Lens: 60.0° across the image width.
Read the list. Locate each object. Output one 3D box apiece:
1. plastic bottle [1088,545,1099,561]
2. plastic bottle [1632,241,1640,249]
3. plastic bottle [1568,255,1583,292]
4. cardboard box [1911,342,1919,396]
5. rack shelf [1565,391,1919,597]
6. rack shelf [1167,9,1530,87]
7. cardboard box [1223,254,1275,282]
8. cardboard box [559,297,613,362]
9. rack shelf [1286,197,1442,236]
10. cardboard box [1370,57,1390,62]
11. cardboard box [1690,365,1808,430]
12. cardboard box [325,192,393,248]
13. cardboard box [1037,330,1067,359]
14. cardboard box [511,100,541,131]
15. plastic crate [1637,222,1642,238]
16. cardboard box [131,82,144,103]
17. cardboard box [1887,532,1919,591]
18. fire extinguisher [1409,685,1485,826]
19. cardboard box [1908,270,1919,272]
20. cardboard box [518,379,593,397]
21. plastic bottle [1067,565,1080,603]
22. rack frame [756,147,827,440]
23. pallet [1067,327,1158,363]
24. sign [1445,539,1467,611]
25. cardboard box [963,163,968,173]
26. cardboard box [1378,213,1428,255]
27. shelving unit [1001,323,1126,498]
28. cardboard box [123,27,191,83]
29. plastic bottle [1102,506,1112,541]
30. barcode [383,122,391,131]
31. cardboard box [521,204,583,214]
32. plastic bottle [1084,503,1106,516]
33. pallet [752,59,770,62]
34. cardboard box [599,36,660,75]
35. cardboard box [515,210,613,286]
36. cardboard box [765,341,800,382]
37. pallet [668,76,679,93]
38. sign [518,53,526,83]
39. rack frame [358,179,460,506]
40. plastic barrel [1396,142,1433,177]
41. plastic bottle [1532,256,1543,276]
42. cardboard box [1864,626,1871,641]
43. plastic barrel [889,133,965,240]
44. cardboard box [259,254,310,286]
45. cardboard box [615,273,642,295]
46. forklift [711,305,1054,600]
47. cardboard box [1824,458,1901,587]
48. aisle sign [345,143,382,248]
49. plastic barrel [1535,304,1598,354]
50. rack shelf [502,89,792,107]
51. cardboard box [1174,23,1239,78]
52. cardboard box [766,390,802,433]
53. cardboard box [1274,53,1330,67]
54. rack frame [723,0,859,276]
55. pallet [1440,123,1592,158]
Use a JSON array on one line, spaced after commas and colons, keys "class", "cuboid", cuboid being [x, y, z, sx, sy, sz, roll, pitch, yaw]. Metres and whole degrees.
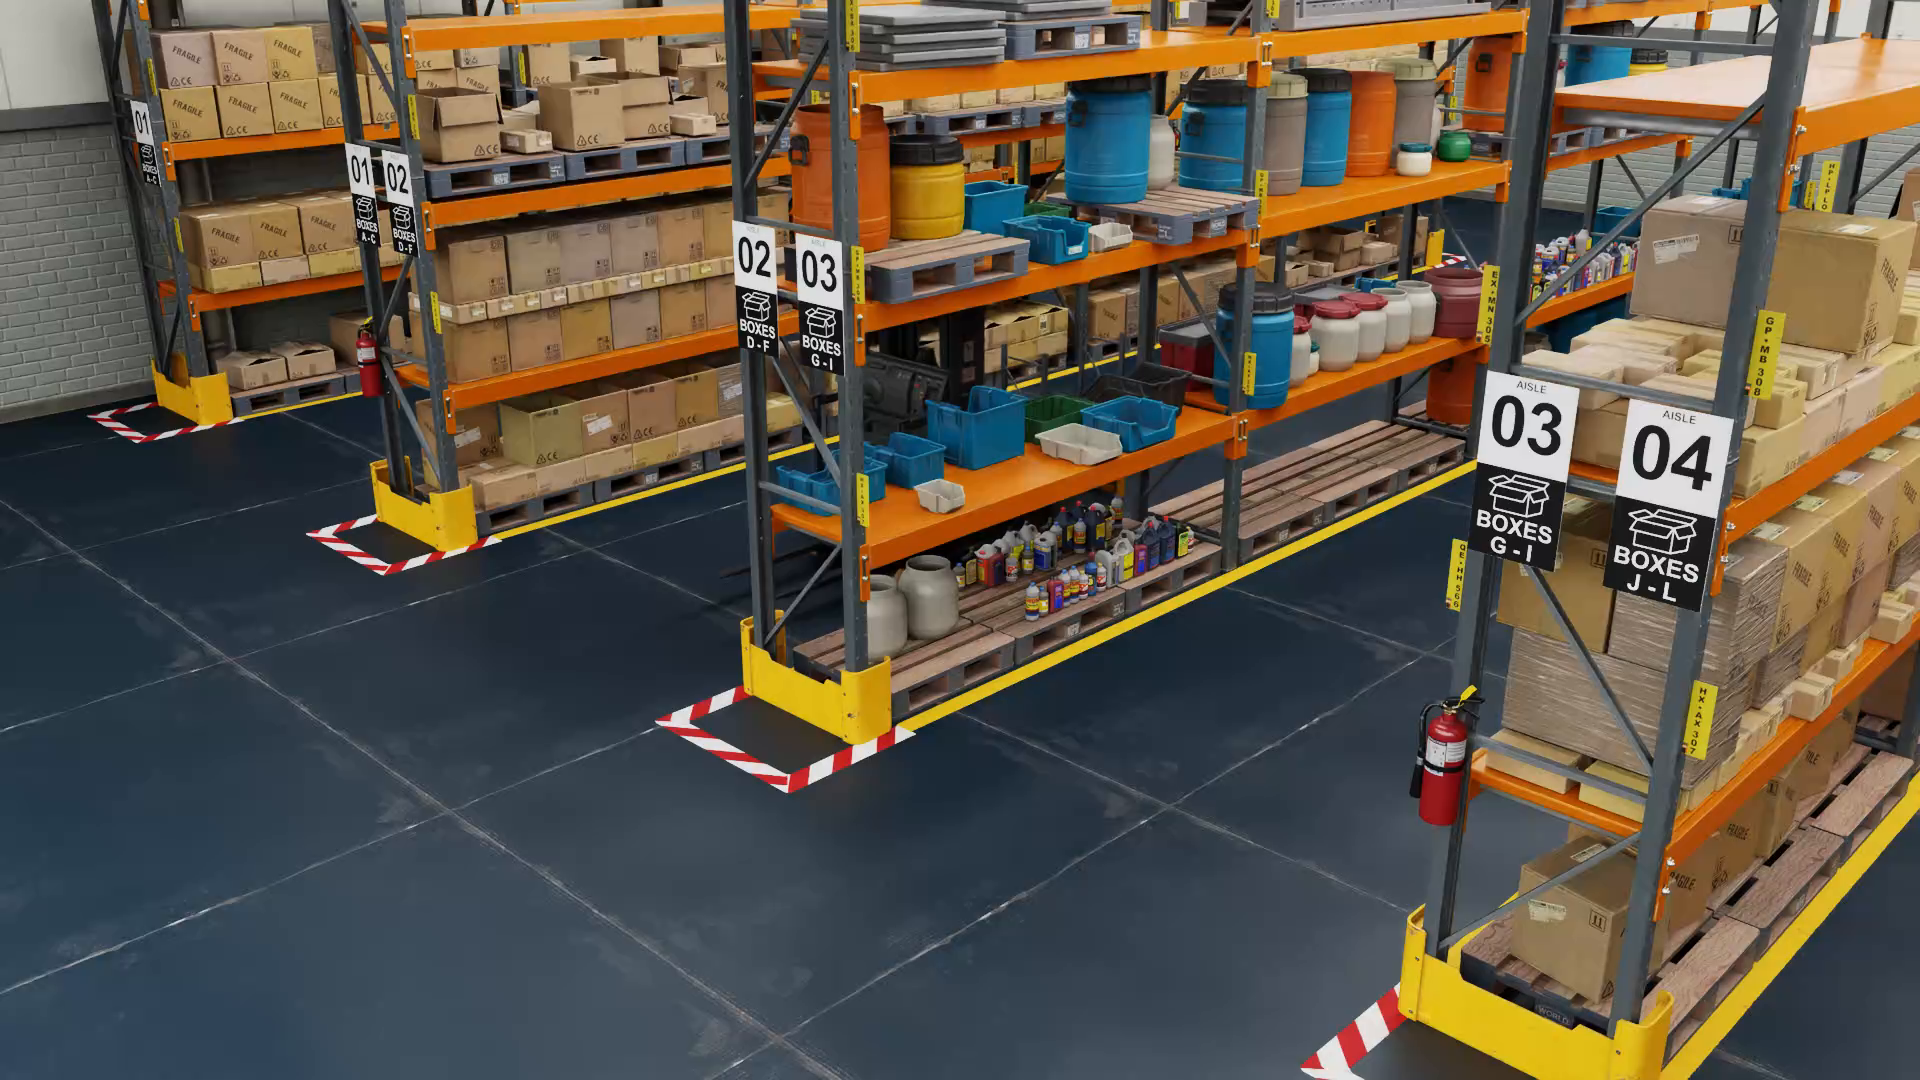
[{"class": "plastic bottle", "cuboid": [1.022, 0.170, 12.487, 0.061, 0.283, 0.133, 19, 28, 41]}, {"class": "plastic bottle", "cuboid": [7.354, -3.094, 17.977, 0.152, 0.276, 0.135, 19, 28, 41]}, {"class": "plastic bottle", "cuboid": [6.222, -2.709, 16.873, 0.144, 0.351, 0.185, 19, 28, 41]}, {"class": "cardboard box", "cuboid": [4.511, -0.921, 8.181, 0.500, 0.250, 0.500, 19, 28, 40]}, {"class": "rack shelf", "cuboid": [3.970, -0.588, 8.107, 1.077, 0.370, 4.000, 19, 28, 41]}, {"class": "rack shelf", "cuboid": [3.212, -4.069, 13.541, 1.077, 0.370, 4.000, 19, 28, 41]}, {"class": "cardboard box", "cuboid": [3.712, -3.414, 21.510, 0.500, 0.500, 0.500, 19, 28, 40]}, {"class": "cardboard box", "cuboid": [-3.472, -1.916, 14.600, 0.700, 0.500, 0.500, 19, 28, 41]}, {"class": "rack shelf", "cuboid": [5.246, -4.753, 23.124, 1.077, 0.370, 4.000, 19, 28, 41]}, {"class": "cardboard box", "cuboid": [5.415, -6.353, 22.312, 0.500, 0.250, 0.500, 19, 28, 41]}, {"class": "cardboard box", "cuboid": [3.183, -0.581, 6.740, 0.250, 0.149, 0.380, -19, 28, -41]}, {"class": "cardboard box", "cuboid": [-6.455, -3.457, 17.885, 0.500, 0.500, 0.500, -19, 28, -40]}, {"class": "cardboard box", "cuboid": [0.868, -2.262, 18.889, 0.500, 0.250, 0.500, -19, 28, -41]}, {"class": "cardboard box", "cuboid": [-3.518, -3.615, 14.323, 0.500, 0.311, 0.500, -16, 26, -36]}, {"class": "plastic crate", "cuboid": [7.986, -3.588, 19.391, 0.437, 0.125, 0.590, 19, 28, 41]}, {"class": "cardboard box", "cuboid": [-7.963, -4.355, 16.739, 0.500, 0.500, 0.500, -18, 27, -38]}, {"class": "cardboard box", "cuboid": [5.007, -0.123, 9.522, 0.875, 0.500, 0.500, 19, 28, 41]}, {"class": "fire extinguisher", "cuboid": [2.165, 0.941, 7.416, 0.296, 0.674, 0.183, 19, 28, 41]}, {"class": "cardboard box", "cuboid": [5.094, -1.352, 8.746, 0.380, 0.149, 0.250, 20, 28, 41]}, {"class": "cardboard box", "cuboid": [-3.672, -1.225, 15.146, 0.500, 0.500, 0.500, 19, 28, 41]}, {"class": "plastic bottle", "cuboid": [0.823, 0.317, 12.120, 0.097, 0.271, 0.097, 0, 21, 0]}, {"class": "rack frame", "cuboid": [-1.730, -2.518, 16.307, 1.000, 3.000, 0.127, 19, 28, 41]}, {"class": "pallet", "cuboid": [1.608, -2.427, 19.957, 1.003, 0.211, 1.213, 19, 28, 41]}, {"class": "sign", "cuboid": [2.191, 0.158, 7.289, 0.100, 0.325, 0.005, 19, 28, 41]}, {"class": "cardboard box", "cuboid": [-0.106, -5.422, 24.183, 0.250, 0.149, 0.380, -19, 28, -40]}, {"class": "cardboard box", "cuboid": [6.438, -4.440, 24.178, 0.500, 0.500, 0.500, 19, 28, 41]}, {"class": "shelving unit", "cuboid": [0.902, -1.032, 14.532, 0.587, 1.500, 1.083, 19, 28, 41]}, {"class": "cardboard box", "cuboid": [-7.959, -4.828, 16.574, 0.500, 0.500, 0.500, -19, 28, -40]}, {"class": "plastic bottle", "cuboid": [1.151, -0.126, 13.256, 0.061, 0.283, 0.133, 19, 28, 41]}, {"class": "barcode", "cuboid": [-4.655, -3.359, 13.505, 0.001, 0.075, 0.075, 19, 28, 41]}, {"class": "cardboard box", "cuboid": [-4.902, -4.131, 19.751, 0.700, 0.500, 0.500, 19, 28, 41]}, {"class": "plastic bottle", "cuboid": [1.074, -0.149, 13.327, 0.135, 0.276, 0.152, -19, 28, -40]}, {"class": "pallet", "cuboid": [-2.080, -6.276, 22.166, 1.003, 0.211, 1.213, -19, 28, -40]}, {"class": "cardboard box", "cuboid": [-3.983, -5.837, 20.037, 0.500, 0.500, 0.500, 18, 27, 39]}, {"class": "cardboard box", "cuboid": [-3.435, -2.539, 14.413, 0.700, 0.500, 0.500, 19, 28, 41]}, {"class": "cardboard box", "cuboid": [-1.653, -1.868, 17.082, 0.500, 0.311, 0.500, 19, 28, 41]}, {"class": "pallet", "cuboid": [-4.054, -5.469, 20.064, 1.213, 0.211, 1.003, 19, 28, 41]}, {"class": "sign", "cuboid": [-4.888, -5.264, 18.551, 0.100, 0.325, 0.005, 19, 28, 41]}, {"class": "rack frame", "cuboid": [-4.520, -1.490, 13.631, 1.000, 3.000, 0.127, 19, 28, 41]}, {"class": "plastic barrel", "cuboid": [3.887, -3.256, 14.238, 0.301, 0.262, 0.301, 0, 21, 0]}, {"class": "plastic bottle", "cuboid": [6.096, -2.893, 17.560, 0.097, 0.201, 0.097, 0, 21, 0]}, {"class": "cardboard box", "cuboid": [4.664, 0.443, 8.953, 0.380, 0.149, 0.250, 19, 28, 41]}, {"class": "plastic barrel", "cuboid": [-0.270, -2.258, 10.601, 0.600, 0.588, 0.600, 0, 21, 0]}, {"class": "cardboard box", "cuboid": [-7.152, -2.851, 17.354, 0.500, 0.250, 0.500, 18, 28, 39]}, {"class": "cardboard box", "cuboid": [-3.019, -2.281, 14.647, 0.380, 0.149, 0.250, 20, 28, 41]}, {"class": "forklift", "cuboid": [-0.594, -1.190, 12.948, 1.130, 2.935, 3.031, 19, 28, 41]}, {"class": "cardboard box", "cuboid": [4.200, -0.121, 8.122, 0.500, 0.500, 0.500, 19, 28, 41]}, {"class": "aisle sign", "cuboid": [-4.777, -2.760, 13.312, 0.394, 0.787, 0.004, 19, 28, 41]}, {"class": "plastic barrel", "cuboid": [6.512, -2.233, 17.904, 0.600, 0.901, 0.708, 19, 28, 41]}, {"class": "rack shelf", "cuboid": [-3.887, -5.335, 20.458, 1.077, 0.370, 4.000, 19, 28, 41]}, {"class": "cardboard box", "cuboid": [2.997, -5.975, 20.257, 0.600, 0.600, 0.600, 19, 28, 40]}, {"class": "cardboard box", "cuboid": [-1.897, -1.257, 16.272, 0.500, 0.250, 0.500, 19, 28, 41]}, {"class": "cardboard box", "cuboid": [4.368, -6.201, 21.219, 0.500, 0.250, 0.500, 19, 28, 41]}, {"class": "rack frame", "cuboid": [-0.974, -3.049, 9.327, 1.000, 3.000, 0.127, 19, 28, 41]}, {"class": "pallet", "cuboid": [5.211, -3.790, 15.697, 1.003, 0.211, 1.213, 19, 28, 41]}]
